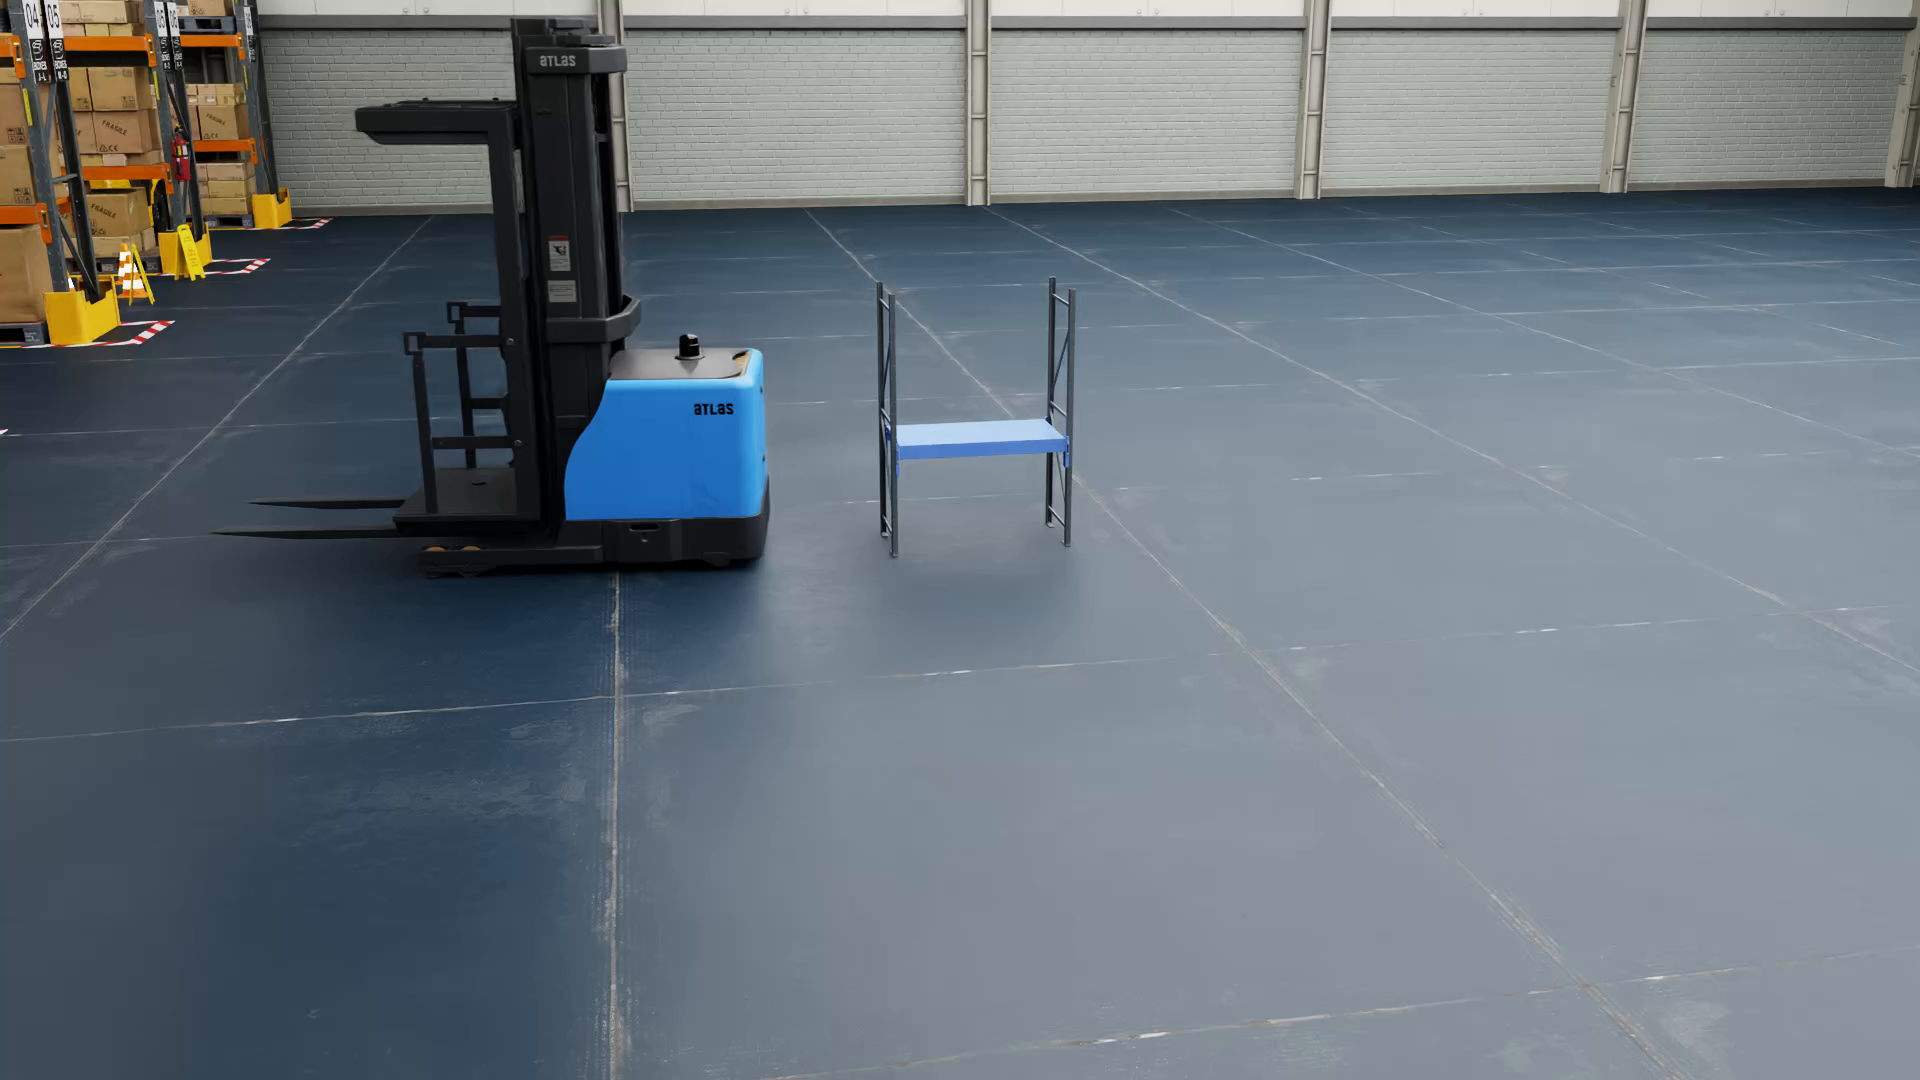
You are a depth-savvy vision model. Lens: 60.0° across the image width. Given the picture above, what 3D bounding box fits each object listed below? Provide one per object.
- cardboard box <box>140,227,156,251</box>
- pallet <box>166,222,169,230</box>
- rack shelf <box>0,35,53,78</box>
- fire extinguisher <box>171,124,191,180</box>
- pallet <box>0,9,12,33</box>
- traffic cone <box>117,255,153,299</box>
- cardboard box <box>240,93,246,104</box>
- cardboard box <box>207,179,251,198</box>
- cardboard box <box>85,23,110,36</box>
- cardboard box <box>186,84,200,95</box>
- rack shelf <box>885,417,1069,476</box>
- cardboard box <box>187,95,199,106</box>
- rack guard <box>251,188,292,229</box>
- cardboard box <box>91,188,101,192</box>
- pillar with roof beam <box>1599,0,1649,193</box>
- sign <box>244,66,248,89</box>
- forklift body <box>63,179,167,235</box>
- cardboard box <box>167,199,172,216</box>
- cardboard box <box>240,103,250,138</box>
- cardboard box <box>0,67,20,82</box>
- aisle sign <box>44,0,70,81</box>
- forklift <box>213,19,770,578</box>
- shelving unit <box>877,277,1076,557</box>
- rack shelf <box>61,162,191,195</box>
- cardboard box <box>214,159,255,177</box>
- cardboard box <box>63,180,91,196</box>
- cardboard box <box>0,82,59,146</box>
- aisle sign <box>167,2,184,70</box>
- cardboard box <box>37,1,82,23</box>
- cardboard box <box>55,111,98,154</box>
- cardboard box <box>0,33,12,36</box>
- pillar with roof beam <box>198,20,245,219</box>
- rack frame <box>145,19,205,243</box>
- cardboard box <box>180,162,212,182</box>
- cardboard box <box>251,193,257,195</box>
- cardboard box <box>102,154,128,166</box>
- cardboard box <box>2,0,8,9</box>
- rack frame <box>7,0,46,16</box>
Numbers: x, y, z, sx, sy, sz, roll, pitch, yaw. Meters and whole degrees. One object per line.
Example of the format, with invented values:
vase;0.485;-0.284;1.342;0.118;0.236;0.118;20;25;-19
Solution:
cardboard box;-10.530;-3.806;21.063;0.500;0.250;0.500;-3;17;-11
pallet;-12.570;-4.861;25.279;1.213;0.211;1.003;-3;17;-10
rack shelf;-10.611;-4.442;15.283;4.000;0.370;1.077;-3;17;-10
fire extinguisher;-9.486;-4.722;20.207;0.183;0.674;0.296;-3;17;-10
pallet;-9.374;-4.811;15.408;1.213;0.211;1.003;-3;17;-10
traffic cone;-9.319;-2.976;18.711;0.334;0.463;0.336;-3;17;-10
cardboard box;-11.014;-6.730;25.338;0.250;0.149;0.380;-4;17;-12
cardboard box;-11.050;-5.324;25.153;0.500;0.250;0.500;-3;17;-11
cardboard box;-10.221;-6.075;19.801;0.250;0.149;0.380;-3;17;-10
cardboard box;-11.431;-6.690;24.703;0.250;0.149;0.380;-3;17;-9
rack shelf;0.084;-0.550;9.660;1.000;0.185;0.538;-3;17;-10
cardboard box;-11.430;-6.554;24.766;0.250;0.149;0.380;-3;17;-9
rack guard;-10.608;-5.122;25.637;0.348;0.500;1.175;-3;17;-10
cardboard box;-11.066;-4.133;20.849;0.500;0.500;0.500;-4;18;-13
pillar with roof beam;12.895;-9.500;25.416;0.400;9.000;9.100;-3;17;-10
sign;-10.542;-6.825;24.549;0.005;0.325;0.100;-3;17;-10
forklift body;-12.147;-5.279;23.334;1.214;2.155;2.313;-3;17;-10
cardboard box;-12.016;-5.035;25.063;0.500;0.250;0.500;-3;17;-10
cardboard box;-11.170;-6.416;25.422;0.500;0.500;0.500;-3;17;-9
cardboard box;-11.126;-5.378;19.831;0.500;0.500;0.700;-3;17;-11
aisle sign;-8.635;-4.797;15.893;0.004;0.787;0.394;-3;17;-10
forklift;-2.643;-1.355;9.233;3.031;2.935;1.130;-1;17;-3
shelving unit;0.084;-0.722;9.607;1.048;1.500;0.538;-3;17;-10
rack shelf;-11.650;-4.430;20.351;4.000;0.370;1.077;-3;17;-10
cardboard box;-11.139;-5.708;25.552;0.500;0.250;0.500;-4;17;-11
cardboard box;-10.771;-4.280;20.225;0.250;0.149;0.380;-3;17;-9
cardboard box;-9.019;-4.042;15.769;0.550;0.550;0.875;-3;17;-10
aisle sign;-9.684;-6.221;20.528;0.004;0.787;0.394;-3;17;-10
cardboard box;-10.634;-6.260;19.723;0.500;0.250;0.500;-3;17;-11
cardboard box;-10.659;-4.939;20.106;0.500;0.500;0.500;-3;17;-10
cardboard box;-11.246;-6.035;19.671;0.250;0.149;0.380;-4;17;-12
pillar with roof beam;-10.669;-8.164;21.064;0.400;9.000;9.100;-3;17;-10
rack frame;-9.686;-4.885;20.608;0.127;3.000;1.000;-3;17;-10
cardboard box;-11.525;-5.534;24.987;0.500;0.250;0.500;-3;17;-9
cardboard box;-11.151;-5.231;25.702;0.500;0.250;0.500;-3;17;-10
cardboard box;-10.240;-4.636;20.226;0.250;0.149;0.380;-3;17;-11
cardboard box;-9.045;-5.099;15.739;0.250;0.149;0.380;-3;17;-10
rack frame;-8.648;-6.332;15.099;0.127;3.000;1.000;-3;17;-10
